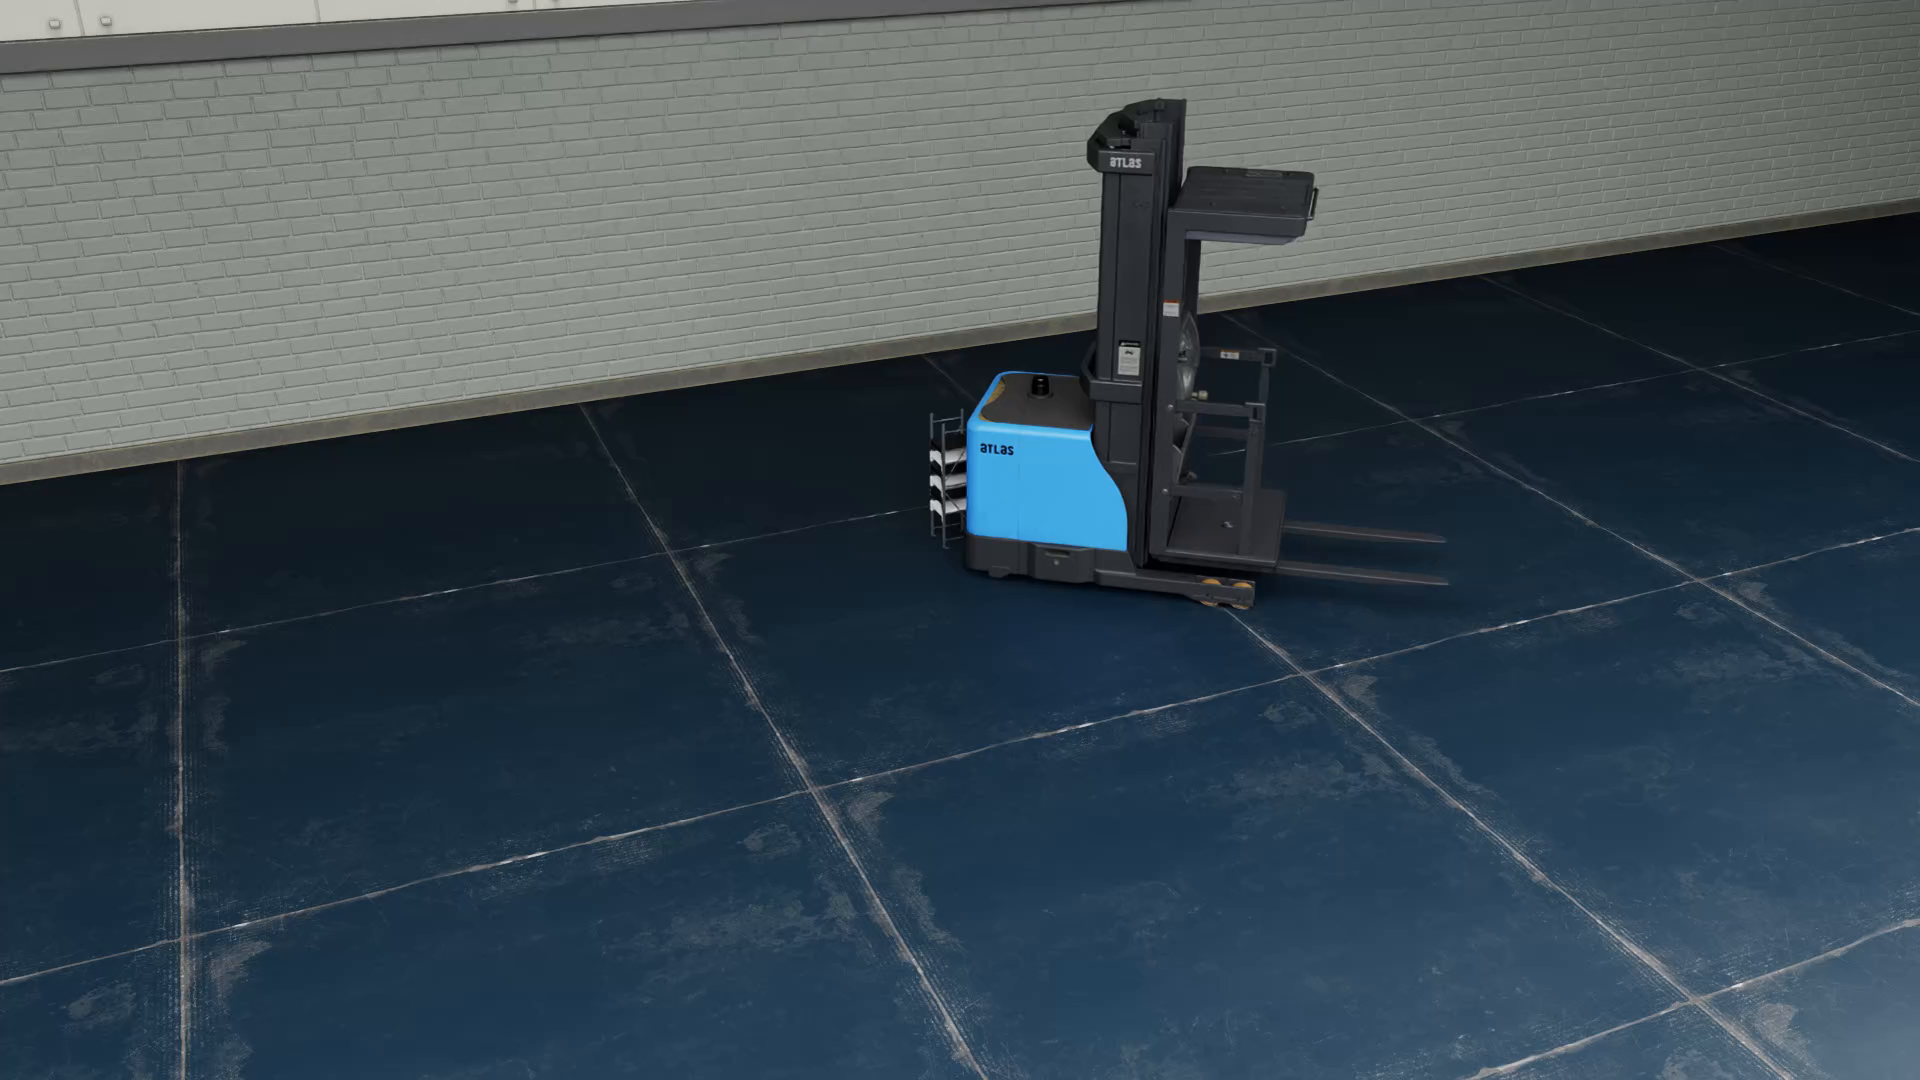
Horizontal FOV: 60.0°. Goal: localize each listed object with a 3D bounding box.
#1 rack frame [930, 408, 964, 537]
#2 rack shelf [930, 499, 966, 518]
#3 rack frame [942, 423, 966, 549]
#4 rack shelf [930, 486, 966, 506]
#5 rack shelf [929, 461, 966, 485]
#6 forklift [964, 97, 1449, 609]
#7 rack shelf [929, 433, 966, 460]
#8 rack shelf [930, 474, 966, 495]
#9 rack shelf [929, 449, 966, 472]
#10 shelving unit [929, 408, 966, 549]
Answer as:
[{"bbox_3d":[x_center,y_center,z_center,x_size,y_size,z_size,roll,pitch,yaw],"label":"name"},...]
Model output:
[{"bbox_3d":[-0.086,-0.447,11.140,0.240,0.900,0.006,-11,28,-21],"label":"rack frame"},{"bbox_3d":[-0.047,-0.215,11.150,0.258,0.077,0.200,-11,28,-21],"label":"rack shelf"},{"bbox_3d":[-0.007,-0.365,10.972,0.240,0.900,0.006,-11,28,-21],"label":"rack frame"},{"bbox_3d":[-0.047,-0.295,11.110,0.258,0.077,0.200,-11,28,-21],"label":"rack shelf"},{"bbox_3d":[-0.047,-0.457,11.031,0.258,0.077,0.200,-11,28,-21],"label":"rack shelf"},{"bbox_3d":[1.598,-1.142,10.248,3.031,2.935,1.130,6,27,12],"label":"forklift"},{"bbox_3d":[-0.047,-0.619,10.953,0.258,0.077,0.200,-11,28,-21],"label":"rack shelf"},{"bbox_3d":[-0.047,-0.376,11.071,0.258,0.077,0.200,-11,28,-21],"label":"rack shelf"},{"bbox_3d":[-0.047,-0.538,10.992,0.258,0.077,0.200,-11,28,-21],"label":"rack shelf"},{"bbox_3d":[-0.047,-0.406,11.056,0.258,0.900,0.210,-11,28,-21],"label":"shelving unit"}]
